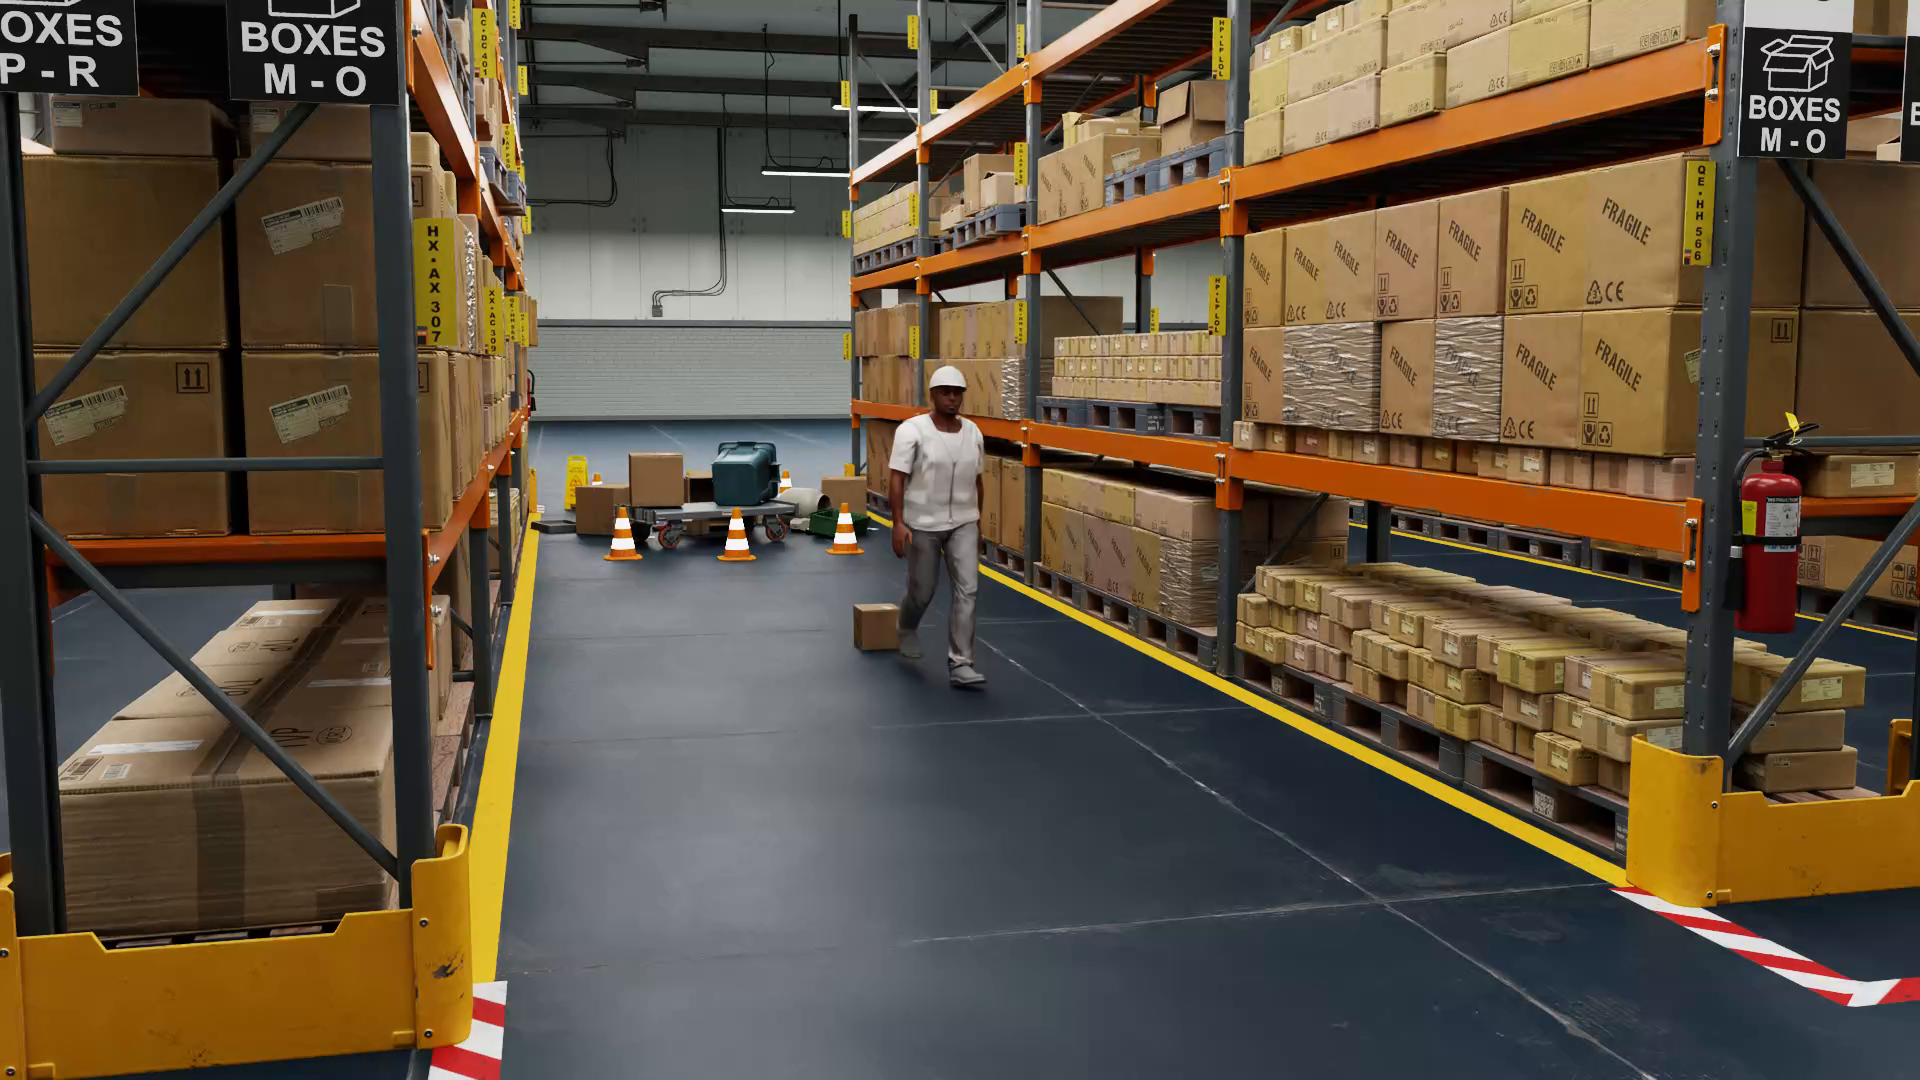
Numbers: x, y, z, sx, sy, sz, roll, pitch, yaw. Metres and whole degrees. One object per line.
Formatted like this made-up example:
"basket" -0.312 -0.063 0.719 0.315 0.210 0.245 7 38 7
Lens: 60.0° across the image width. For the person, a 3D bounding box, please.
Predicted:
"person" -0.135 -0.094 9.241 0.586 1.738 0.949 -2 6 -20
